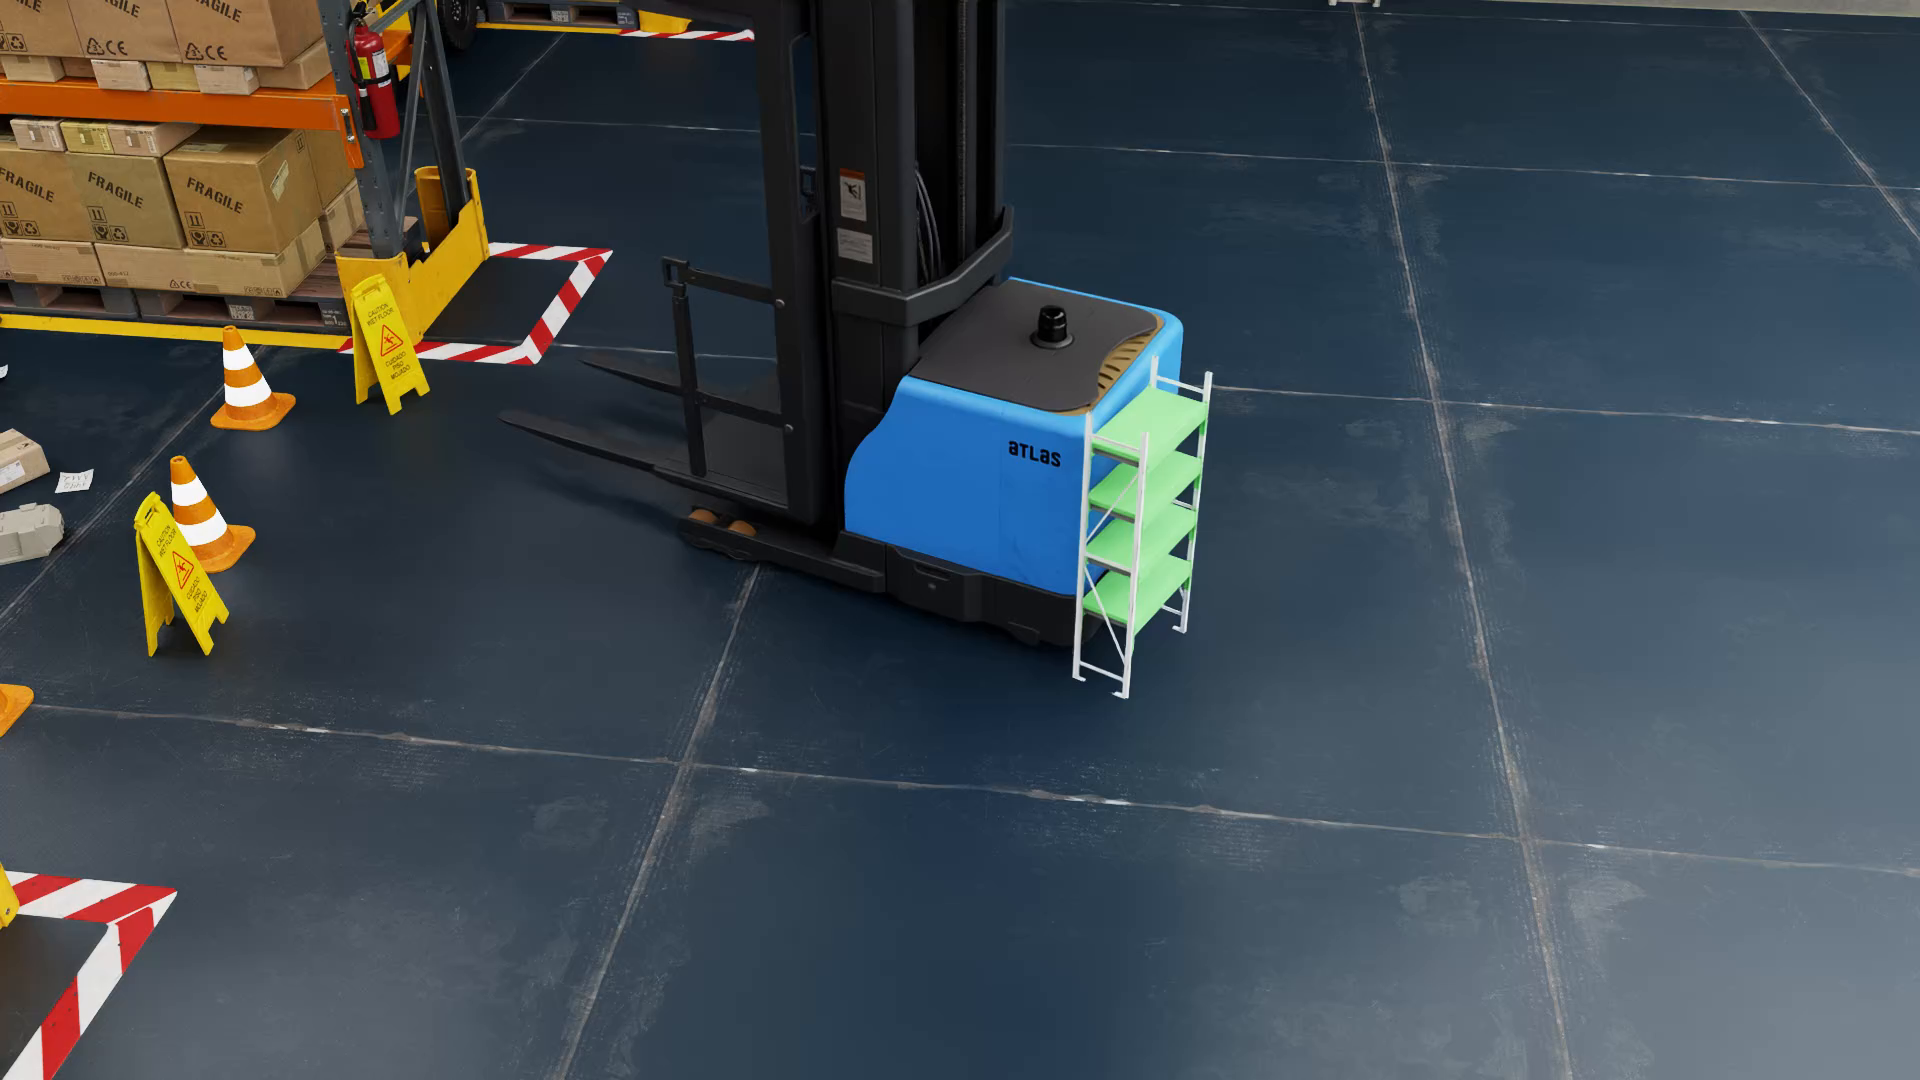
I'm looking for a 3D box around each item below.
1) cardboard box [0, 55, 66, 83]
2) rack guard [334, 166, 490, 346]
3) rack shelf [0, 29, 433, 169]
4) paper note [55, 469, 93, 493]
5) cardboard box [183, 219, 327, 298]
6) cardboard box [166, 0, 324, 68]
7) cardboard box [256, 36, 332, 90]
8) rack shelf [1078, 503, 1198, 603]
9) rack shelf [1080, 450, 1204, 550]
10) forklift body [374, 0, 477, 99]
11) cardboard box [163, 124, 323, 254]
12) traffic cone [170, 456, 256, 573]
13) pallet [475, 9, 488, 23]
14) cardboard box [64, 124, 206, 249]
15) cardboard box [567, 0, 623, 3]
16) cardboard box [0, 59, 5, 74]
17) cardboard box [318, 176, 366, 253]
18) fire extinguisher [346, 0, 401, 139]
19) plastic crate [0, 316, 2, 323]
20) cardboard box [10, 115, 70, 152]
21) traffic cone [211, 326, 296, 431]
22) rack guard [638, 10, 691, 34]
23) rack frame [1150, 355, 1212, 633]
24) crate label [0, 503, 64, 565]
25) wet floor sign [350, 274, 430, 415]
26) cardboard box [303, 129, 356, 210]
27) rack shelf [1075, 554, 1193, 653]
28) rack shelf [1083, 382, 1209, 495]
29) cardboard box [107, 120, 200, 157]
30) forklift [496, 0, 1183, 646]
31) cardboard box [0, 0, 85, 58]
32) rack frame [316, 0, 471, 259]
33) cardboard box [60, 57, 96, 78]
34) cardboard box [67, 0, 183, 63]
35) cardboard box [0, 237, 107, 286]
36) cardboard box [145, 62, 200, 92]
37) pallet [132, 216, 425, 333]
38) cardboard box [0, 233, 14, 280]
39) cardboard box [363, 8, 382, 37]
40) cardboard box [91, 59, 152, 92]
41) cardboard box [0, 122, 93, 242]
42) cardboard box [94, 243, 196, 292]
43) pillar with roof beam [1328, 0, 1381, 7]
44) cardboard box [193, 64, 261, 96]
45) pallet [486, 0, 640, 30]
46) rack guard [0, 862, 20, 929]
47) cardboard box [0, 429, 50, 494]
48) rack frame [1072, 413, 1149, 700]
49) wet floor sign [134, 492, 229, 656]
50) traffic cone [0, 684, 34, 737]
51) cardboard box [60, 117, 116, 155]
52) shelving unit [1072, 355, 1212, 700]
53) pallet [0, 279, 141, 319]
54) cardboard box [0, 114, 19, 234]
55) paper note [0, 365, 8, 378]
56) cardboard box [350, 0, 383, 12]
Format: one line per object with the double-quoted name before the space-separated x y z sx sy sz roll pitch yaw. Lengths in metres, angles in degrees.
"cardboard box" -4.535 -2.414 8.267 0.250 0.149 0.380 4 36 5
"rack guard" -2.935 -1.546 8.986 0.348 0.500 1.175 4 36 6
"rack shelf" -4.843 -2.413 8.668 4.000 0.370 1.077 4 36 6
"paper note" -4.050 -0.272 7.605 0.142 0.019 0.148 -7 36 -10
"cardboard box" -3.719 -1.516 8.798 0.500 0.250 0.500 4 36 6
"cardboard box" -3.433 -2.601 7.970 0.500 0.500 0.500 4 36 5
"cardboard box" -3.257 -2.360 8.191 0.250 0.149 0.380 5 36 8
"rack shelf" 0.677 0.018 6.302 0.258 0.148 0.480 21 40 26
"rack shelf" 0.677 -0.178 6.163 0.258 0.148 0.480 21 40 26
"forklift body" -4.344 -4.162 11.230 1.214 2.155 2.313 4 36 6
"cardboard box" -3.687 -1.824 8.583 0.500 0.500 0.500 4 36 6
"traffic cone" -3.254 -0.149 7.061 0.334 0.463 0.336 4 36 6
"pallet" -4.201 -4.407 13.244 1.213 0.211 1.003 4 36 6
"cardboard box" -4.205 -1.861 8.635 0.500 0.500 0.500 6 36 8
"cardboard box" -2.737 -4.323 12.730 0.500 0.250 0.500 5 36 6
"cardboard box" -4.771 -2.484 8.365 0.250 0.149 0.380 4 36 6
"cardboard box" -3.624 -1.829 9.236 0.500 0.250 0.500 4 36 6
"fire extinguisher" -2.804 -2.252 7.890 0.183 0.674 0.296 4 36 6
"plastic crate" -5.374 -1.077 8.690 0.583 0.080 0.402 -7 36 -10
"cardboard box" -4.570 -2.117 8.436 0.250 0.149 0.380 6 36 8
"traffic cone" -3.450 -0.814 7.992 0.334 0.463 0.336 4 36 6
"rack guard" -2.207 -4.399 12.983 0.348 0.500 1.175 4 36 6
"rack frame" 0.811 -0.153 6.431 0.240 1.200 0.015 21 40 26
"crate label" -4.042 -0.039 7.187 0.298 0.136 0.250 -14 38 -18
"wet floor sign" -2.807 -0.969 8.052 0.232 0.644 0.267 17 39 22
"cardboard box" -3.648 -2.135 9.020 0.500 0.500 0.500 3 36 4
"rack shelf" 0.677 0.213 6.442 0.258 0.148 0.480 21 40 26
"rack shelf" 0.677 -0.373 6.023 0.258 0.148 0.480 21 40 26
"cardboard box" -4.060 -2.076 8.379 0.250 0.149 0.380 5 36 7
"forklift" -0.642 -1.362 6.636 3.031 2.935 1.130 16 39 21
"cardboard box" -4.424 -2.680 8.081 0.500 0.500 0.500 4 36 6
"rack frame" -2.859 -2.558 8.252 0.127 3.000 1.000 4 36 6
"cardboard box" -4.270 -2.448 8.314 0.250 0.149 0.380 5 36 7
"cardboard box" -3.929 -2.641 8.026 0.500 0.500 0.500 4 36 6
"cardboard box" -4.728 -1.593 8.905 0.500 0.250 0.500 3 36 4
"cardboard box" -3.774 -2.346 8.171 0.250 0.149 0.380 4 36 5
"pallet" -3.736 -1.509 9.183 1.213 0.211 1.003 4 36 6
"cardboard box" -5.218 -1.636 8.965 0.500 0.250 0.500 4 36 5
"cardboard box" -3.170 -2.600 8.527 0.250 0.149 0.380 4 36 6
"cardboard box" -4.034 -2.348 8.174 0.250 0.149 0.380 5 36 7
"cardboard box" -4.705 -1.902 8.693 0.500 0.500 0.500 3 36 5
"cardboard box" -4.208 -1.557 8.855 0.500 0.250 0.500 4 36 6
"pillar with roof beam" 2.596 -5.506 7.219 0.400 9.000 9.100 4 36 6
"cardboard box" -3.523 -2.315 8.128 0.250 0.149 0.380 4 36 5
"pallet" -2.995 -4.316 13.115 1.213 0.211 1.003 4 36 6
"rack guard" -3.366 1.321 4.969 0.348 0.500 1.175 4 36 6
"cardboard box" -4.416 -0.331 7.585 0.250 0.149 0.380 24 42 30
"rack frame" 0.544 0.084 6.099 0.240 1.200 0.015 21 40 26
"wet floor sign" -3.109 0.121 6.525 0.232 0.644 0.267 -2 36 -2
"traffic cone" -3.735 0.477 6.184 0.334 0.463 0.336 4 36 6
"cardboard box" -4.309 -2.097 8.407 0.250 0.149 0.380 5 36 7
"shelving unit" 0.677 -0.034 6.265 0.258 1.200 0.503 21 40 26
"pallet" -4.942 -1.601 9.311 1.213 0.211 1.003 4 36 6
"cardboard box" -5.229 -1.939 8.745 0.500 0.500 0.500 6 36 8
"paper note" -4.899 -0.837 8.396 0.148 0.019 0.142 -7 36 -10
"cardboard box" -3.294 -2.915 8.409 0.500 0.500 0.500 4 36 5
